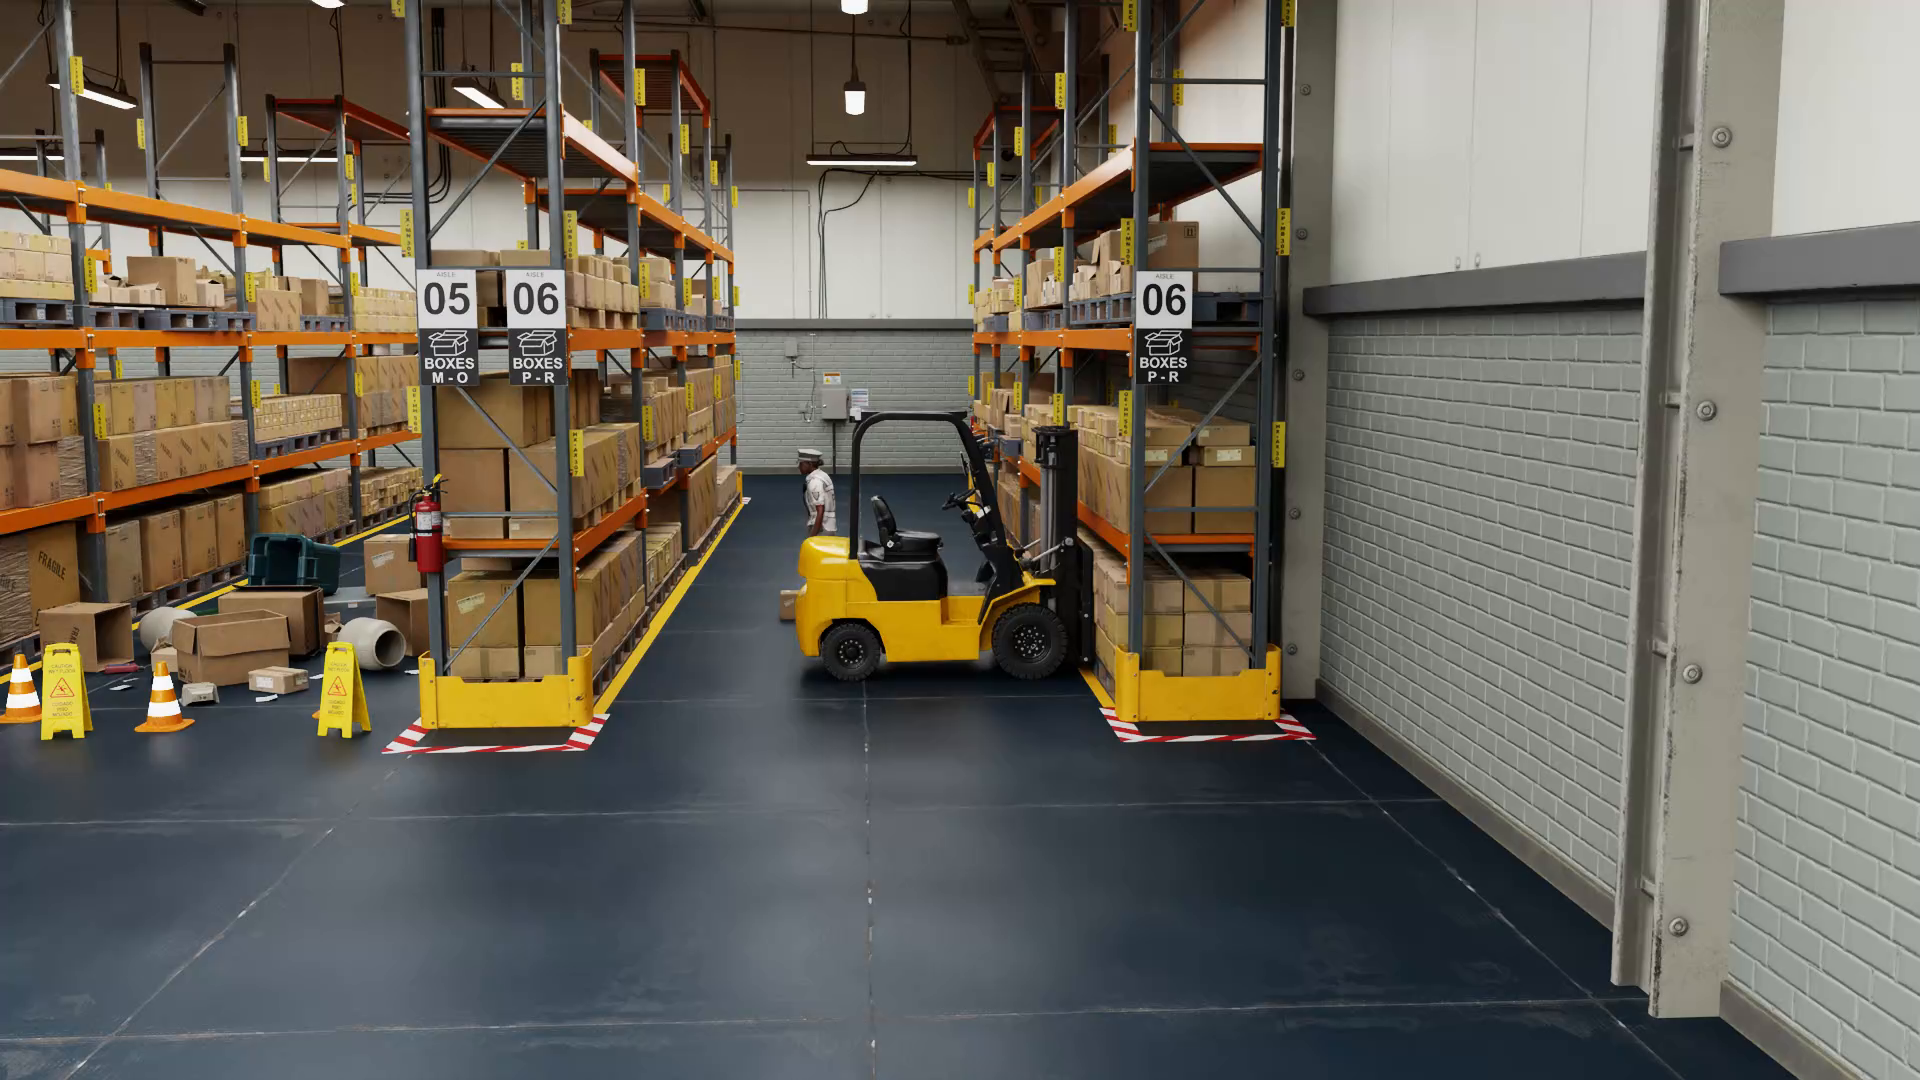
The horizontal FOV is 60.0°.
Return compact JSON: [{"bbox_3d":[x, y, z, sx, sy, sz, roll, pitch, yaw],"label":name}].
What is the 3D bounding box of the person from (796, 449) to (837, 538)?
[{"bbox_3d":[-1.404,-0.067,16.305,0.394,1.659,0.504,0,7,-3],"label":"person"}]
